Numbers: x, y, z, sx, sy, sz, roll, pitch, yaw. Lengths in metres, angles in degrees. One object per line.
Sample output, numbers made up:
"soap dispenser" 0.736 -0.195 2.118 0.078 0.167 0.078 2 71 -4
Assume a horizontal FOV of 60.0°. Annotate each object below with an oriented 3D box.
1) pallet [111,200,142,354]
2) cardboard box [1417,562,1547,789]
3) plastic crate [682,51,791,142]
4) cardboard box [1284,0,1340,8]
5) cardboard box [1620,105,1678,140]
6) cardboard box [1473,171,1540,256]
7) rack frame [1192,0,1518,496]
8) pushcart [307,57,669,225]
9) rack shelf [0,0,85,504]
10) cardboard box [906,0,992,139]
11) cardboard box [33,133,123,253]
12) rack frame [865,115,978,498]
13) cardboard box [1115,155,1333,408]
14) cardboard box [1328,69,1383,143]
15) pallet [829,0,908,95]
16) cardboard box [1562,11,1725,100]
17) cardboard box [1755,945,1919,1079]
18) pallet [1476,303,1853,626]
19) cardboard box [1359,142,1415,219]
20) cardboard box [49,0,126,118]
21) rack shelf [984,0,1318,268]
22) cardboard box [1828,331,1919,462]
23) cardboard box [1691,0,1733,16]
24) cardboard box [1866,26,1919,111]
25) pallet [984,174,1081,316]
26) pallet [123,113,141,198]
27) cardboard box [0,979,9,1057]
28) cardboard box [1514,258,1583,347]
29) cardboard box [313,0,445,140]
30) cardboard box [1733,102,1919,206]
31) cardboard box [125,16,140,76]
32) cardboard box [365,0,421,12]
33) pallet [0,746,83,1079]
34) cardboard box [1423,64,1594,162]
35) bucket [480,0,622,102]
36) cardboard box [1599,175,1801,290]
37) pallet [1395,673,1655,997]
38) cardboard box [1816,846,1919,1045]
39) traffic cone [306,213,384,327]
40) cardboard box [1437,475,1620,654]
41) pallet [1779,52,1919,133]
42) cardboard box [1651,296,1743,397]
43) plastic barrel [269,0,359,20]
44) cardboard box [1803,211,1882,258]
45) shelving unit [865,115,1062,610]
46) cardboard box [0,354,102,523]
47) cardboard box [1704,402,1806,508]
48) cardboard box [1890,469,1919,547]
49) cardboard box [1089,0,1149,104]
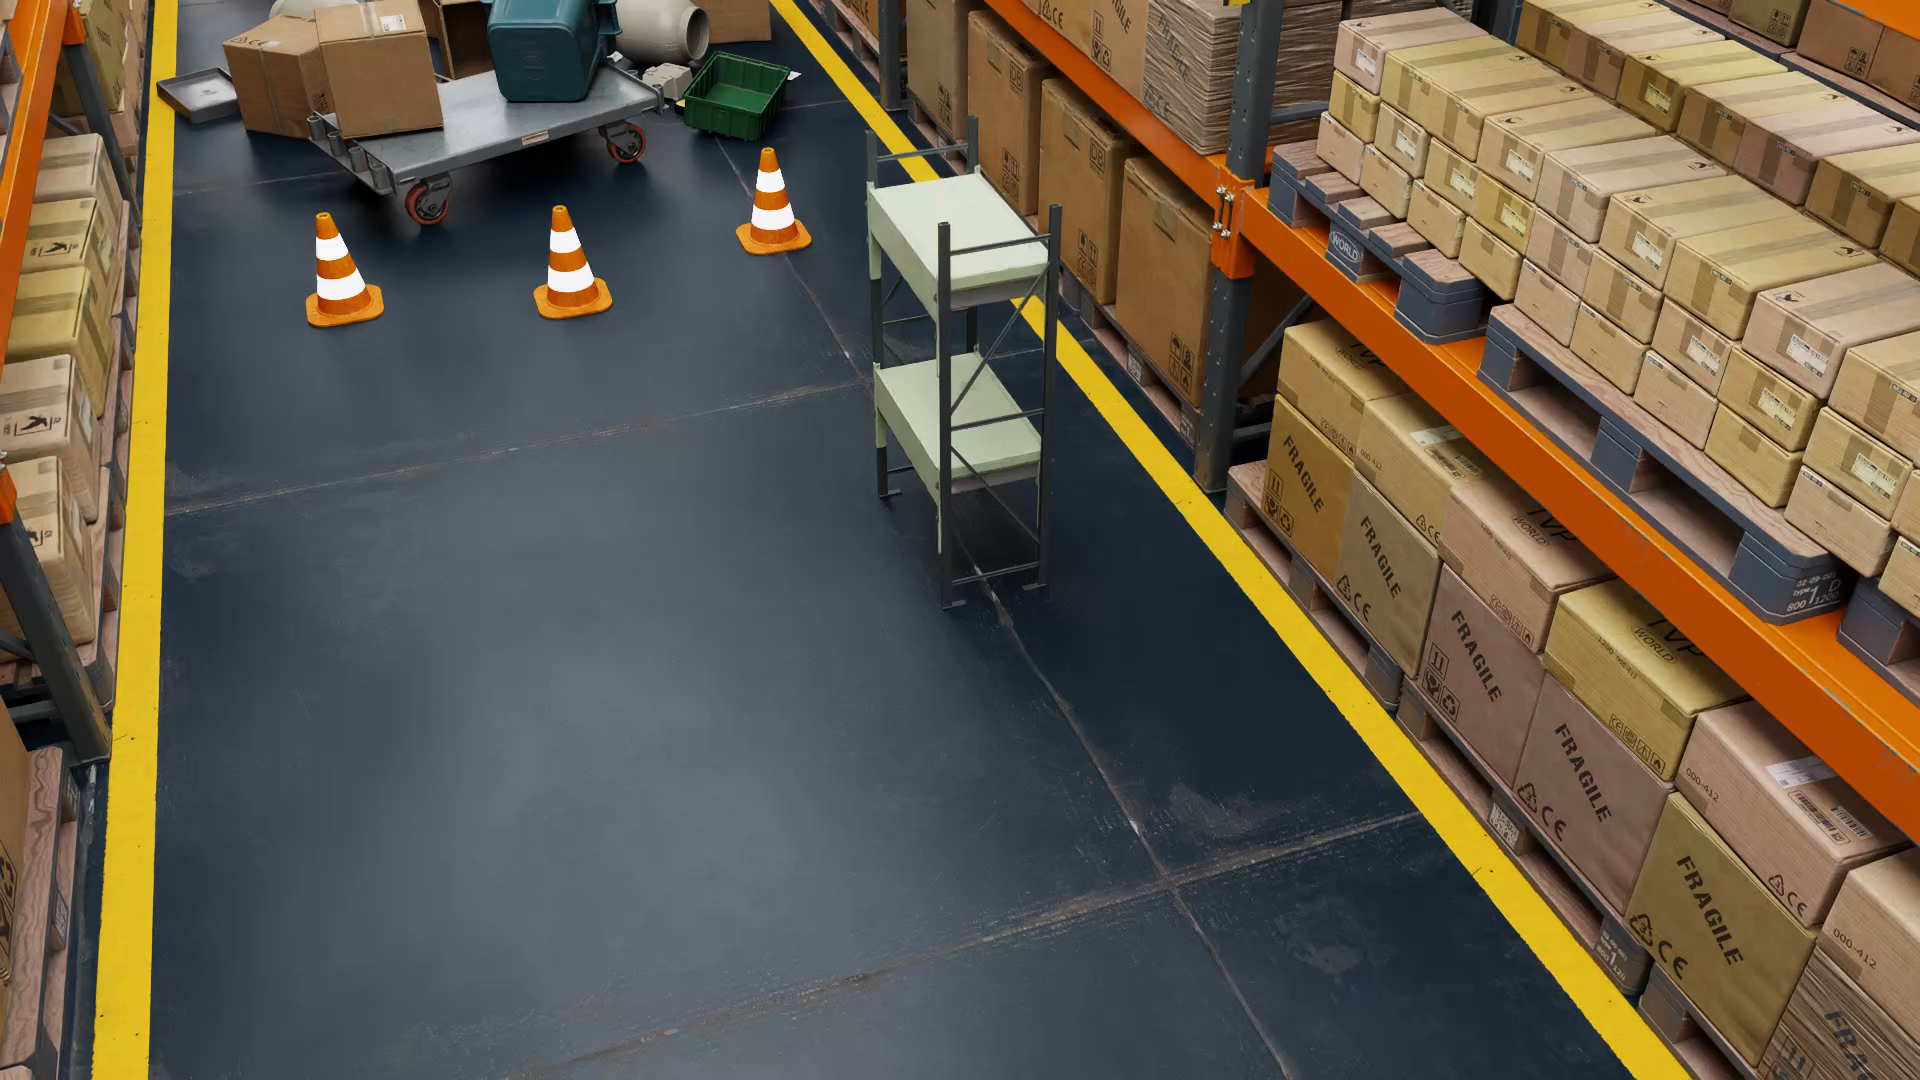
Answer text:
"pallet" -4.311 -1.132 7.578 1.003 0.211 1.213 -12 39 -16
"cardboard box" 1.770 0.348 5.024 0.500 0.500 0.500 -13 39 -17
"plastic crate" -1.257 -2.494 9.358 0.450 0.188 0.662 14 38 2
"cardboard box" 1.264 -2.203 5.767 0.700 0.500 0.500 -13 39 -16
"cardboard box" 2.193 -1.211 4.977 0.380 0.149 0.250 -12 39 -15
"cardboard box" 1.664 -0.934 4.610 0.380 0.149 0.250 -12 39 -16
"rack frame" 1.409 -1.508 5.759 1.000 3.000 0.127 -12 39 -16
"pushcart" -2.457 -2.138 8.775 1.648 0.377 0.936 -27 45 -31
"rack shelf" -3.892 -1.268 6.039 1.077 0.370 4.000 -12 39 -16
"cardboard box" 0.331 -2.705 8.868 1.050 0.750 0.750 -13 39 -16
"cardboard box" -4.397 -1.508 7.594 0.950 0.372 0.625 -12 39 -15
"rack frame" -0.128 -0.810 6.078 0.400 1.500 0.023 -12 39 -16
"cardboard box" 1.284 -1.140 6.791 1.050 0.750 0.750 -13 39 -17
"cardboard box" 1.387 -1.380 5.201 0.380 0.149 0.250 -11 38 -14
"pallet" -0.156 -3.099 10.189 1.003 0.211 1.213 -12 39 -16
"cardboard box" 2.093 -1.489 5.098 0.380 0.149 0.250 -13 39 -17
"cardboard box" 2.294 1.217 3.870 0.500 0.500 0.500 -13 39 -17
"pallet" 2.129 -0.321 4.343 1.003 0.211 1.213 -12 39 -16
"cardboard box" 1.466 -1.129 5.116 0.380 0.149 0.250 -11 38 -14
"cardboard box" -4.530 -2.444 8.314 0.500 0.500 0.500 -11 38 -14
"rack shelf" 0.721 -2.350 7.475 1.077 0.370 4.000 -12 39 -16
"cardboard box" 2.112 -0.325 3.554 0.380 0.149 0.250 -14 39 -17
"cardboard box" 4.916 -3.563 10.199 0.700 0.500 0.500 -15 40 -19
"cardboard box" 5.447 -2.659 8.999 0.700 0.500 0.500 -9 38 -12
"pallet" 0.793 -1.543 8.123 1.003 0.211 1.213 -12 39 -16
"pallet" -4.845 -1.944 8.655 1.003 0.211 1.213 -12 39 -16
"cardboard box" -2.741 1.167 3.624 0.875 0.875 0.875 -12 39 -15
"cardboard box" 1.747 -0.675 4.512 0.380 0.149 0.250 -11 38 -14
"cardboard box" -2.919 -2.375 8.358 0.500 0.500 0.500 -12 39 -16
"cardboard box" 2.356 -1.053 4.520 0.380 0.149 0.250 -12 39 -16
"cardboard box" -4.909 -2.743 9.334 0.500 0.250 0.500 -13 39 -17
"cardboard box" -3.609 -3.485 10.753 0.380 0.149 0.250 6 37 8
"pallet" -3.003 1.149 4.549 1.003 0.211 1.213 -12 39 -16
"cardboard box" 1.562 -1.221 4.743 0.380 0.149 0.250 -13 39 -16
"bucket" -2.179 -2.667 8.754 0.726 0.611 0.620 0 47 0
"cardboard box" 1.840 -0.770 4.144 0.380 0.149 0.250 -11 38 -15
"pallet" 2.093 0.736 5.098 1.003 0.211 1.213 -12 39 -16
"cardboard box" 2.292 0.915 3.648 0.500 0.250 0.500 -13 39 -17
"traffic cone" -2.839 -1.262 7.540 0.336 0.463 0.334 -12 39 -16
"cardboard box" 1.752 0.032 4.820 0.500 0.250 0.500 -12 39 -16
"pallet" 5.417 -2.494 9.385 1.003 0.211 1.213 -12 39 -16
"cardboard box" 1.928 -0.501 4.034 0.380 0.149 0.250 -11 38 -14
"plastic barrel" -3.824 -3.063 9.964 0.512 0.421 0.421 12 39 16
"cardboard box" 2.453 -0.781 4.406 0.380 0.149 0.250 -11 38 -15
"shelving unit" -0.002 -0.603 5.804 0.431 1.500 0.755 -12 39 -16
"cardboard box" -3.650 -0.280 5.964 0.950 0.372 0.625 -13 39 -17
"cardboard box" 2.012 -0.234 3.928 0.380 0.149 0.250 -11 38 -14
"cardboard box" 2.191 -0.061 3.451 0.380 0.149 0.250 -14 39 -17
"cardboard box" 0.832 -2.029 6.367 0.500 0.500 0.500 -12 39 -16
